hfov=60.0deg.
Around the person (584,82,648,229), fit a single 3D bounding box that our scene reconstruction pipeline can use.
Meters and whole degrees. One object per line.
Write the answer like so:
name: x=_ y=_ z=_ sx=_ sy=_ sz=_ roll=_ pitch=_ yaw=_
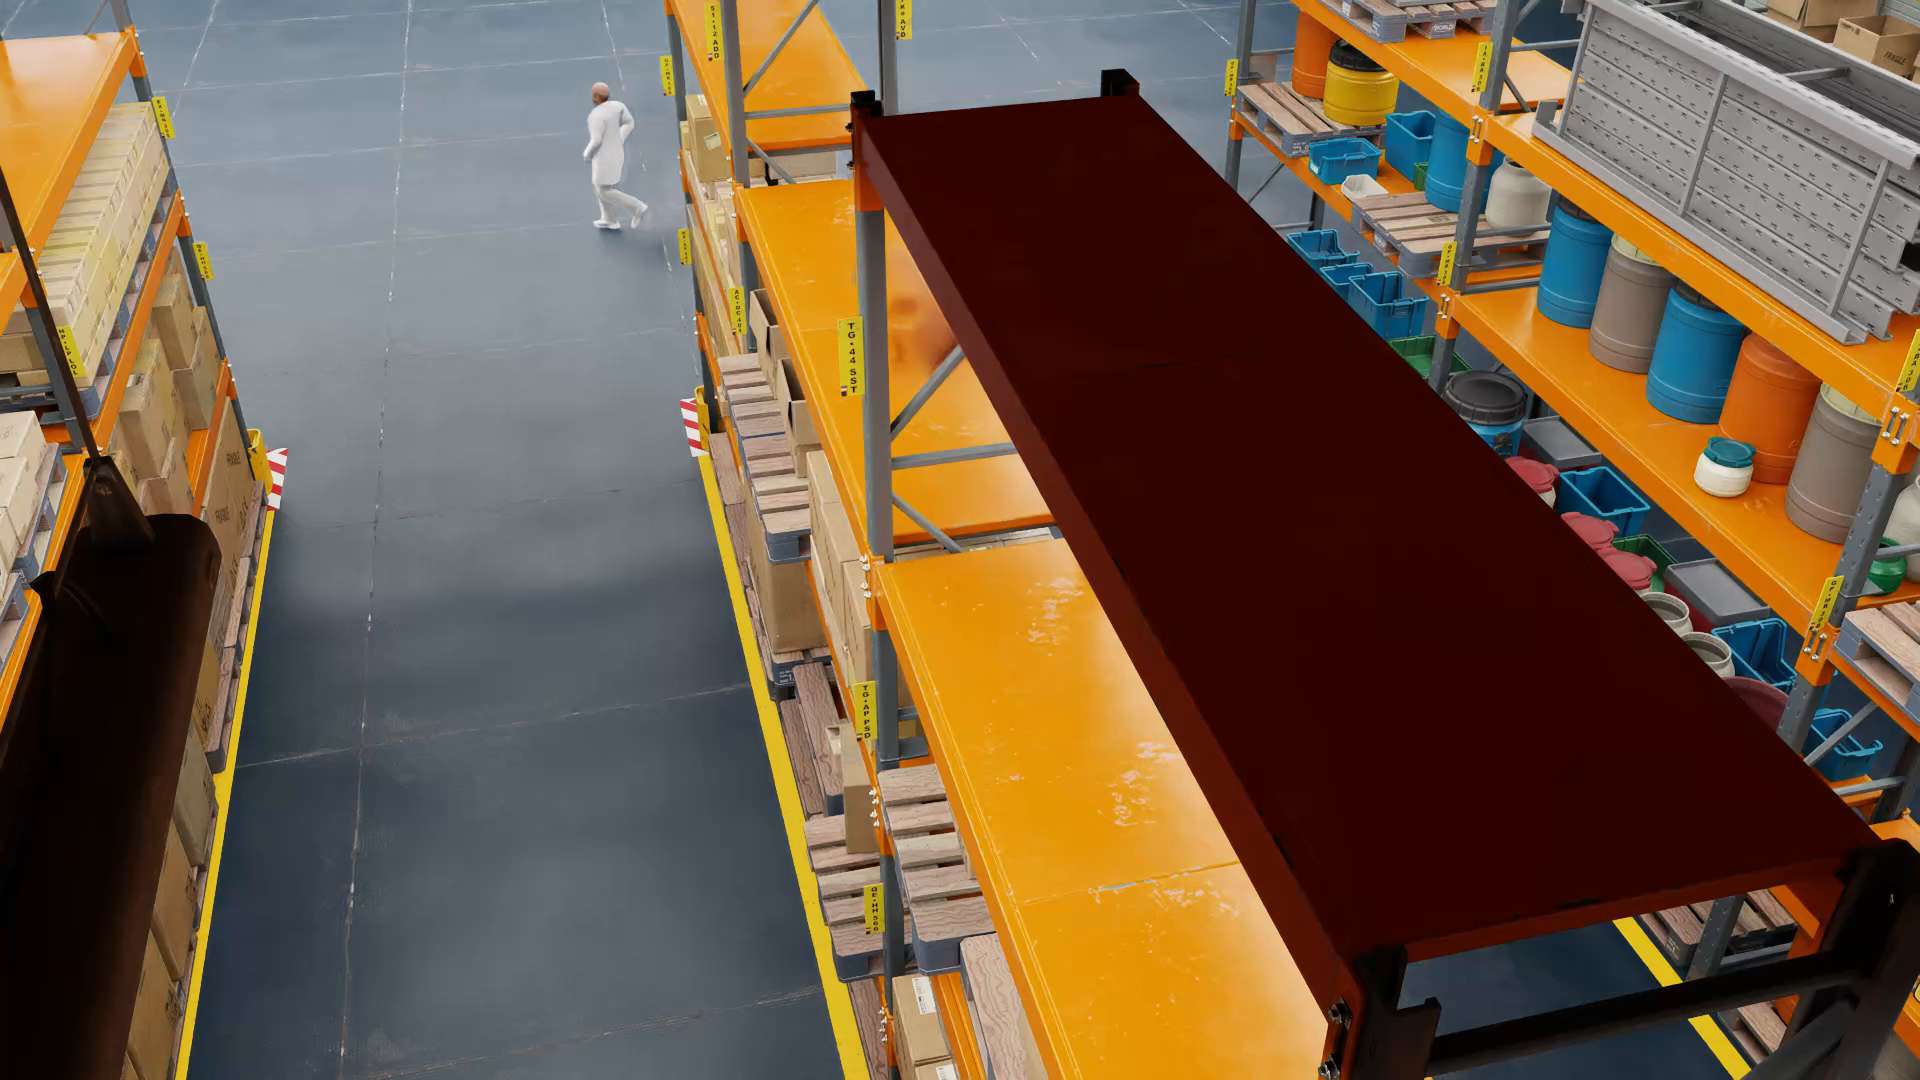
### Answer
person: x=-3.924 y=-4.318 z=18.871 sx=0.817 sy=1.755 sz=0.731 roll=11 pitch=36 yaw=16
